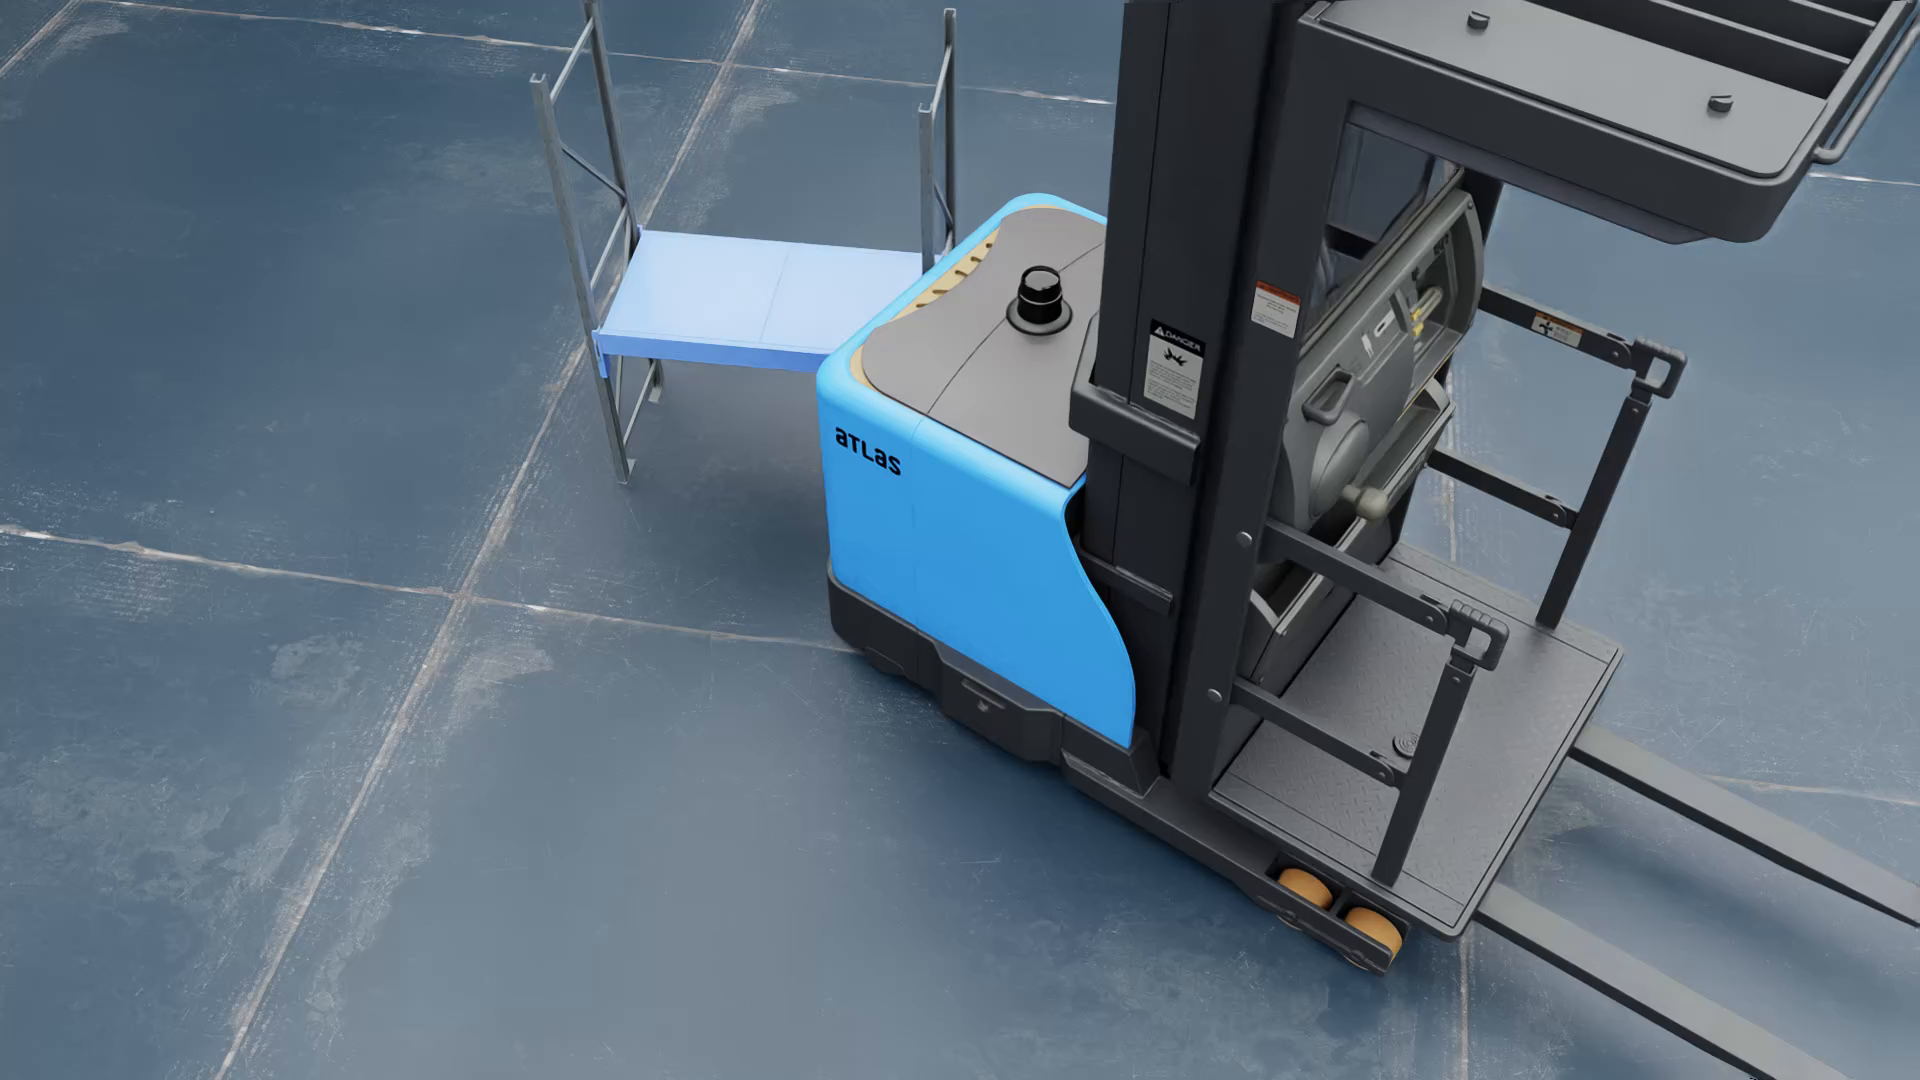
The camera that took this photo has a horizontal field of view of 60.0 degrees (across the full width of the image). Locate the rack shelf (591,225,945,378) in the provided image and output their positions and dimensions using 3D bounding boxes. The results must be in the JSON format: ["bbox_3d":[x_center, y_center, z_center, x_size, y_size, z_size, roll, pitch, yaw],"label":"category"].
[{"bbox_3d":[-0.561,-0.695,5.108,1.000,0.185,0.538,6,48,5],"label":"rack shelf"}]

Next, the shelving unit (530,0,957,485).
[{"bbox_3d":[-0.561,-0.815,4.974,1.048,1.500,0.538,6,48,5],"label":"shelving unit"}]

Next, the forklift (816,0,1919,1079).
[{"bbox_3d":[1.106,-0.334,3.579,3.031,2.935,1.130,29,54,23],"label":"forklift"}]

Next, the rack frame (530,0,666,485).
[{"bbox_3d":[-1.065,-0.865,5.019,0.032,1.500,0.500,6,48,5],"label":"rack frame"}]

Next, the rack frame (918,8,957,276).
[{"bbox_3d":[-0.058,-0.766,4.930,0.032,1.500,0.500,6,48,5],"label":"rack frame"}]
